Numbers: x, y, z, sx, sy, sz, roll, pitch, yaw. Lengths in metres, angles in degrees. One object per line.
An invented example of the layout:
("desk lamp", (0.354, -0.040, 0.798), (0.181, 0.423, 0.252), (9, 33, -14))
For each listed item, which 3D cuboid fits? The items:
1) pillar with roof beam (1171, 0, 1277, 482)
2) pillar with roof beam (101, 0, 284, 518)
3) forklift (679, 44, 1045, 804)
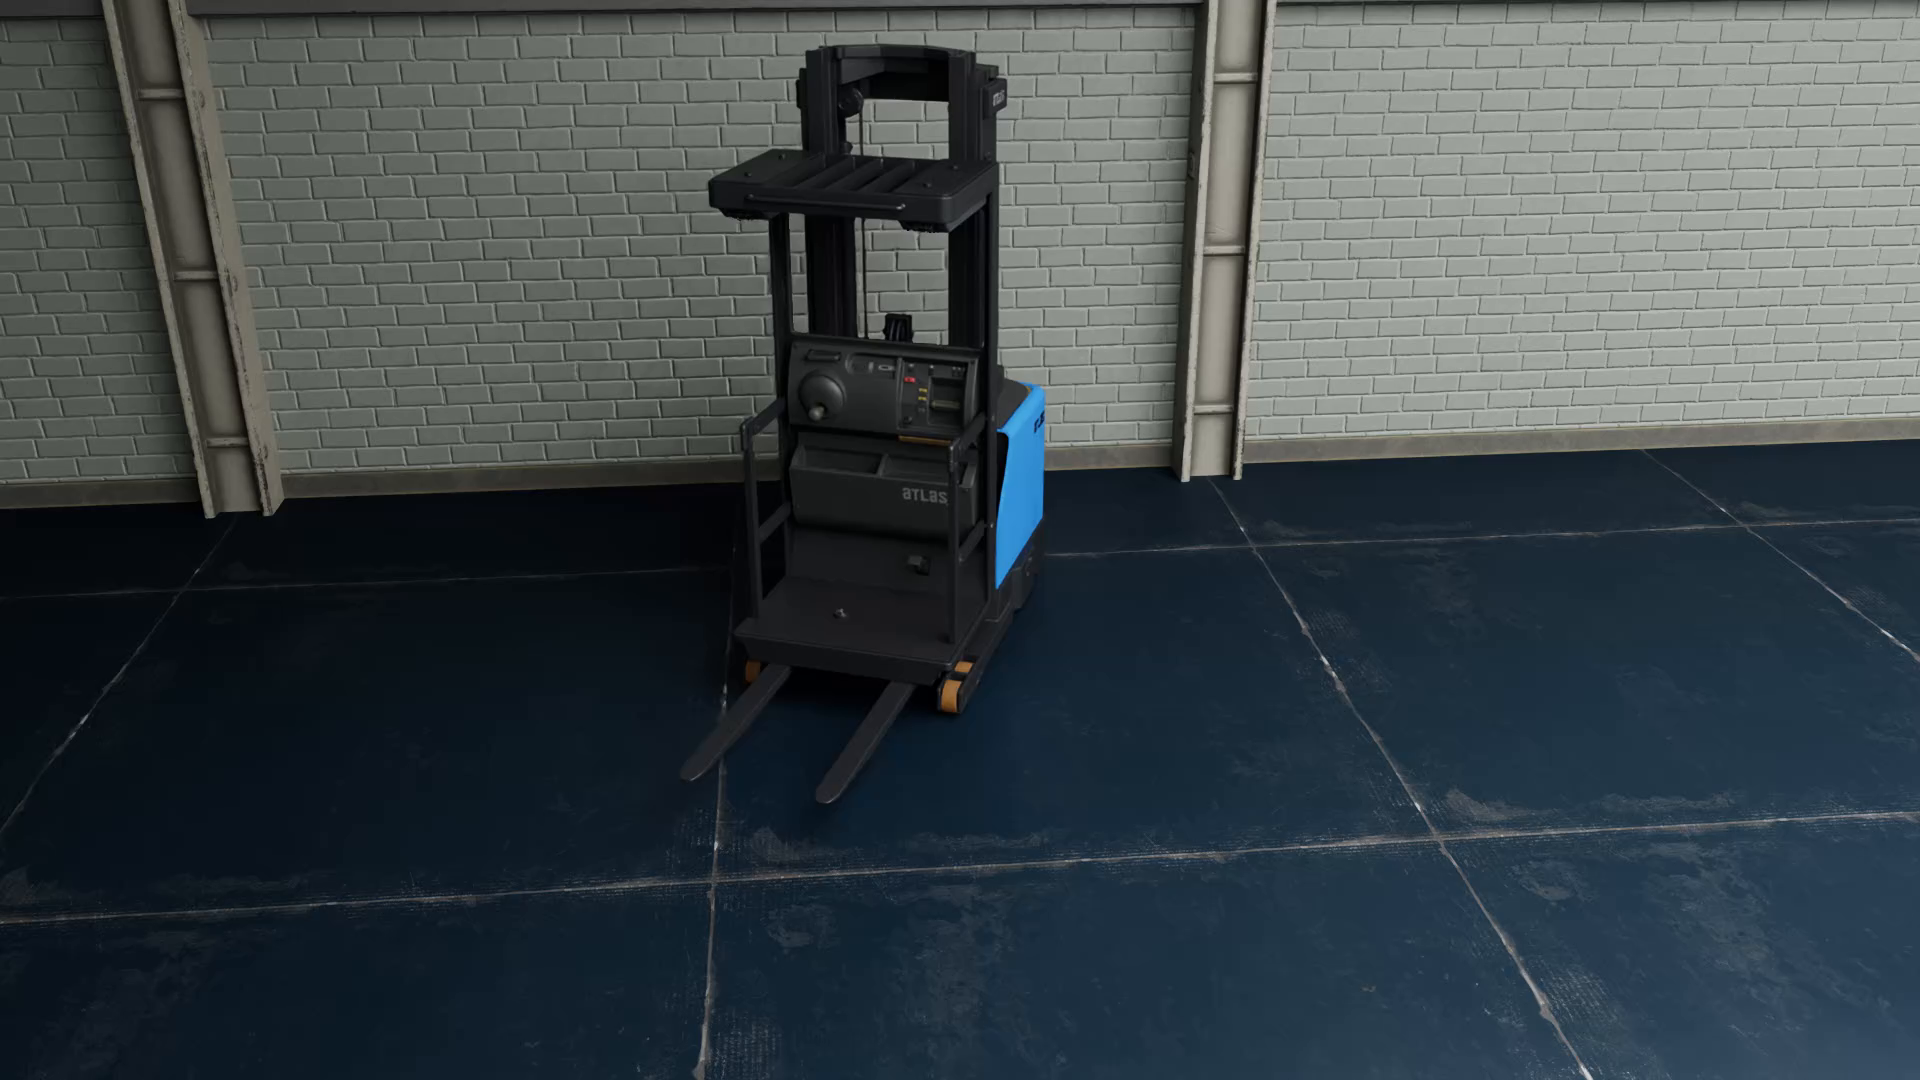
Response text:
("pillar with roof beam", (2.011, -2.813, 5.001), (0.400, 9.000, 9.100), (-2, 24, -5))
("pillar with roof beam", (-3.960, -2.574, 4.462), (0.400, 9.000, 9.100), (-2, 24, -5))
("forklift", (-0.429, -0.690, 7.693), (1.130, 2.935, 3.031), (7, 25, 15))
